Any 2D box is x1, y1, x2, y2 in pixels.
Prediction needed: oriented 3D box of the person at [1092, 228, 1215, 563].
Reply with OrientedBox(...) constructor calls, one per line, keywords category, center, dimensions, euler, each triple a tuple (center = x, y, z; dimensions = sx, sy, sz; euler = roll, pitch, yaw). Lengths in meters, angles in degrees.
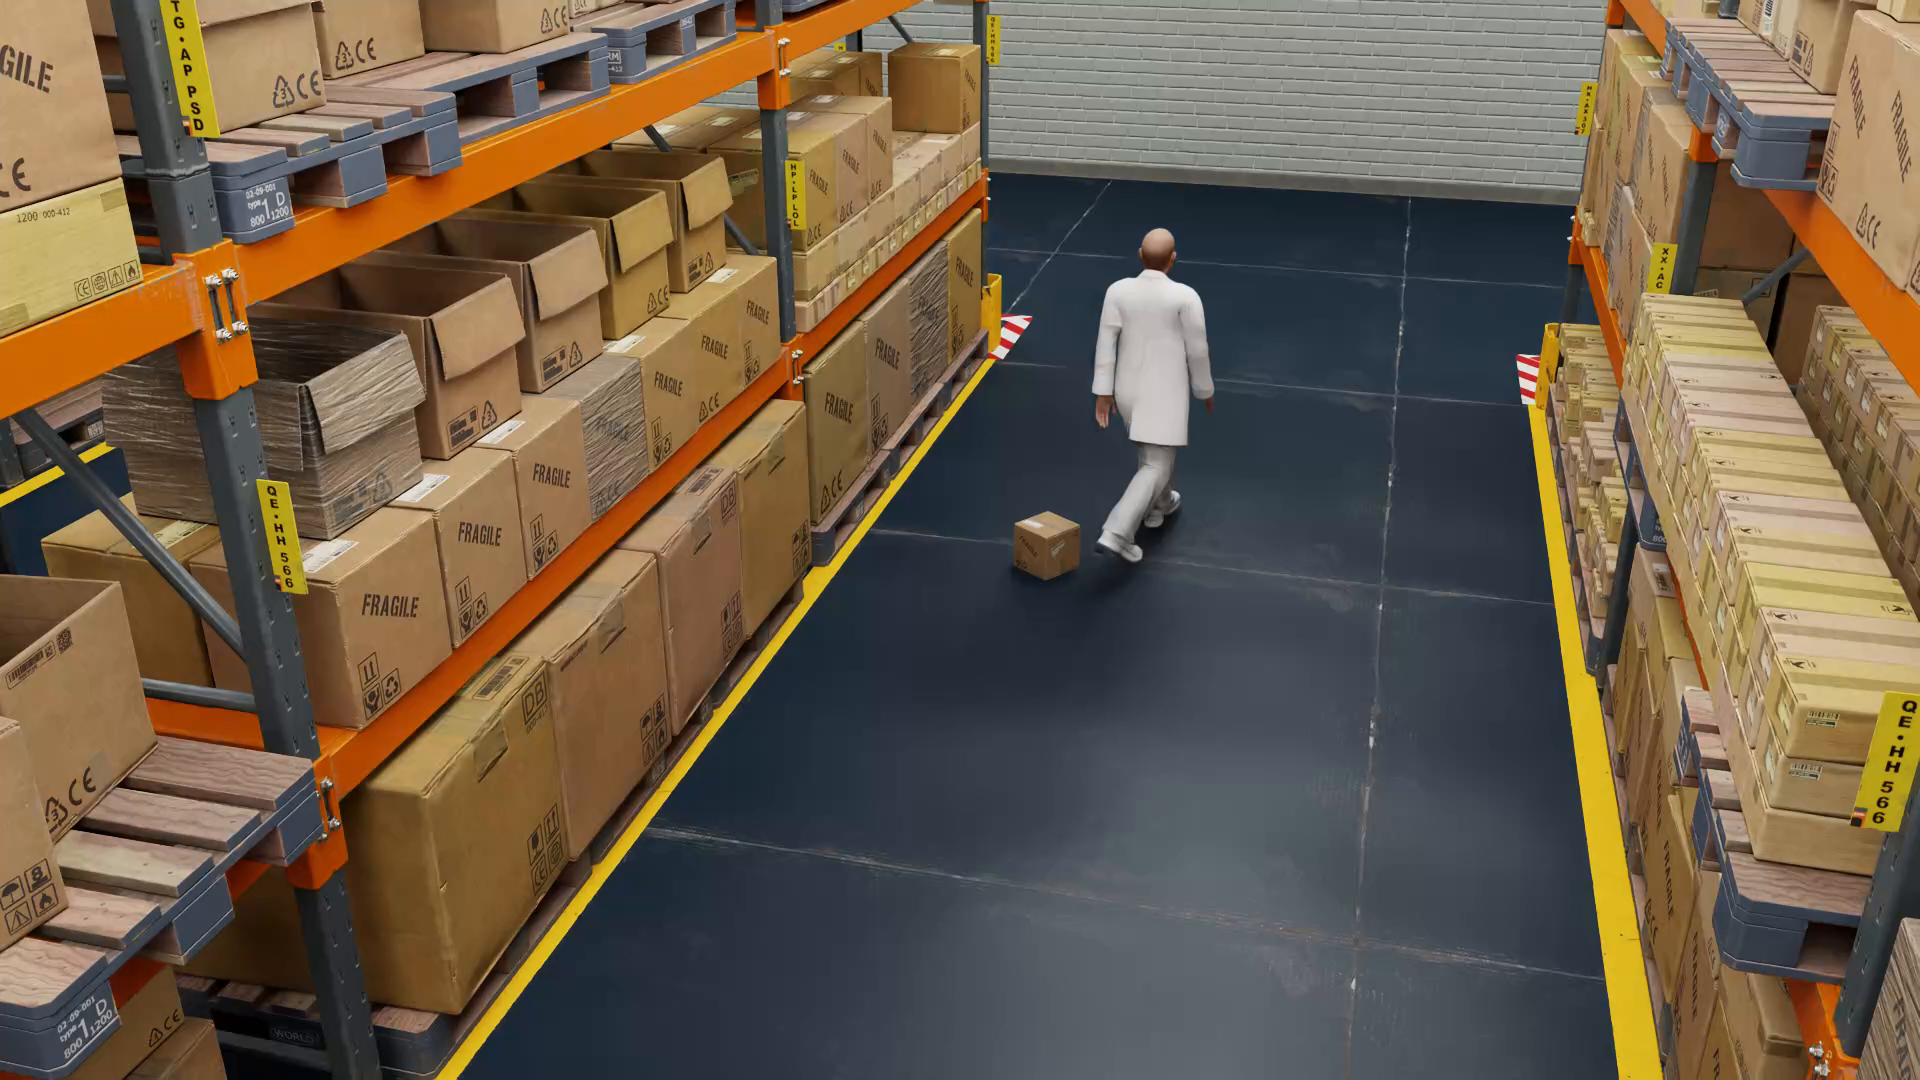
OrientedBox(category="person", center=(0.994, -0.767, 8.764), dimensions=(0.579, 1.729, 1.127), euler=(17, 30, 32))
